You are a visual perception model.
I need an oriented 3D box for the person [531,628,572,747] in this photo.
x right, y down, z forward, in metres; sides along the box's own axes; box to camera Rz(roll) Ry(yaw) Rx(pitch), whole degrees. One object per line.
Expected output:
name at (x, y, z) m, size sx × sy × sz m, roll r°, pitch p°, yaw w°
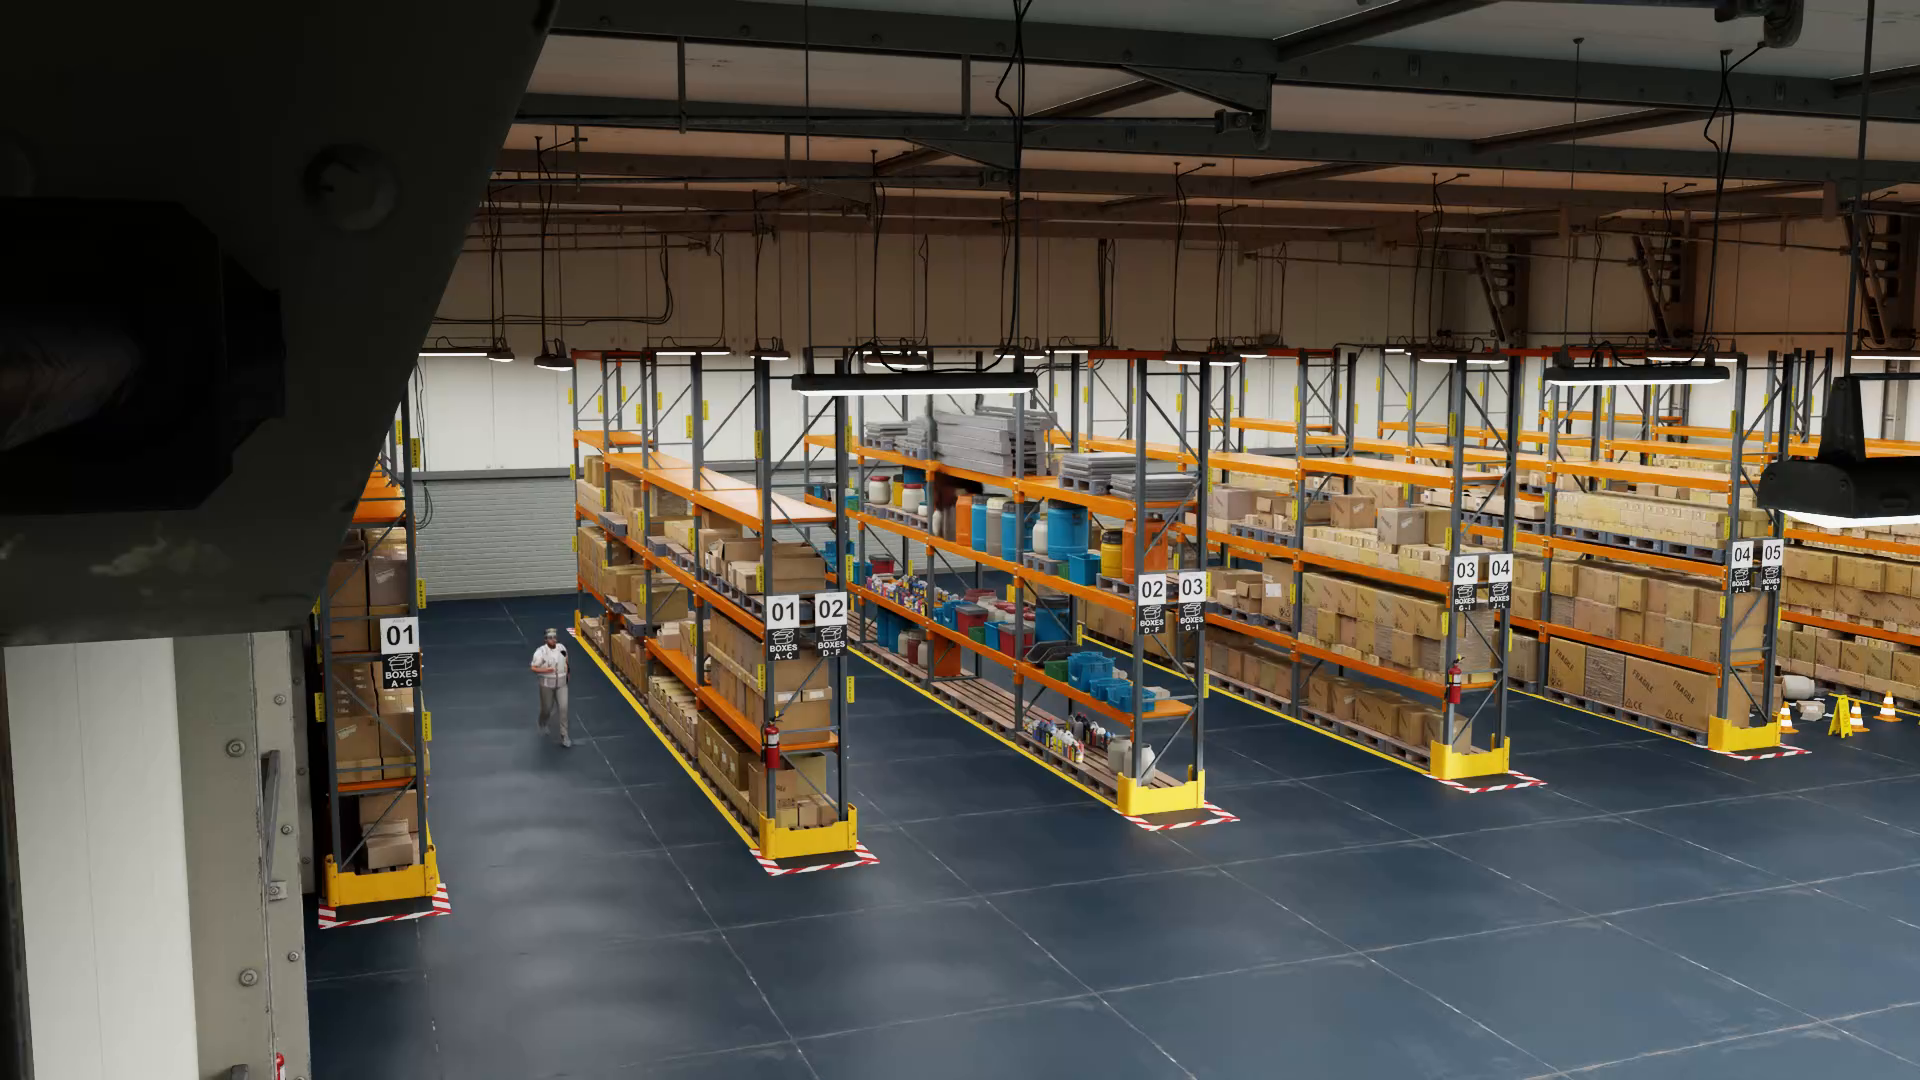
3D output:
person at (-6.301, 2.238, 25.728) m, size 0.659 × 1.793 × 0.966 m, roll -4°, pitch 8°, yaw -31°
